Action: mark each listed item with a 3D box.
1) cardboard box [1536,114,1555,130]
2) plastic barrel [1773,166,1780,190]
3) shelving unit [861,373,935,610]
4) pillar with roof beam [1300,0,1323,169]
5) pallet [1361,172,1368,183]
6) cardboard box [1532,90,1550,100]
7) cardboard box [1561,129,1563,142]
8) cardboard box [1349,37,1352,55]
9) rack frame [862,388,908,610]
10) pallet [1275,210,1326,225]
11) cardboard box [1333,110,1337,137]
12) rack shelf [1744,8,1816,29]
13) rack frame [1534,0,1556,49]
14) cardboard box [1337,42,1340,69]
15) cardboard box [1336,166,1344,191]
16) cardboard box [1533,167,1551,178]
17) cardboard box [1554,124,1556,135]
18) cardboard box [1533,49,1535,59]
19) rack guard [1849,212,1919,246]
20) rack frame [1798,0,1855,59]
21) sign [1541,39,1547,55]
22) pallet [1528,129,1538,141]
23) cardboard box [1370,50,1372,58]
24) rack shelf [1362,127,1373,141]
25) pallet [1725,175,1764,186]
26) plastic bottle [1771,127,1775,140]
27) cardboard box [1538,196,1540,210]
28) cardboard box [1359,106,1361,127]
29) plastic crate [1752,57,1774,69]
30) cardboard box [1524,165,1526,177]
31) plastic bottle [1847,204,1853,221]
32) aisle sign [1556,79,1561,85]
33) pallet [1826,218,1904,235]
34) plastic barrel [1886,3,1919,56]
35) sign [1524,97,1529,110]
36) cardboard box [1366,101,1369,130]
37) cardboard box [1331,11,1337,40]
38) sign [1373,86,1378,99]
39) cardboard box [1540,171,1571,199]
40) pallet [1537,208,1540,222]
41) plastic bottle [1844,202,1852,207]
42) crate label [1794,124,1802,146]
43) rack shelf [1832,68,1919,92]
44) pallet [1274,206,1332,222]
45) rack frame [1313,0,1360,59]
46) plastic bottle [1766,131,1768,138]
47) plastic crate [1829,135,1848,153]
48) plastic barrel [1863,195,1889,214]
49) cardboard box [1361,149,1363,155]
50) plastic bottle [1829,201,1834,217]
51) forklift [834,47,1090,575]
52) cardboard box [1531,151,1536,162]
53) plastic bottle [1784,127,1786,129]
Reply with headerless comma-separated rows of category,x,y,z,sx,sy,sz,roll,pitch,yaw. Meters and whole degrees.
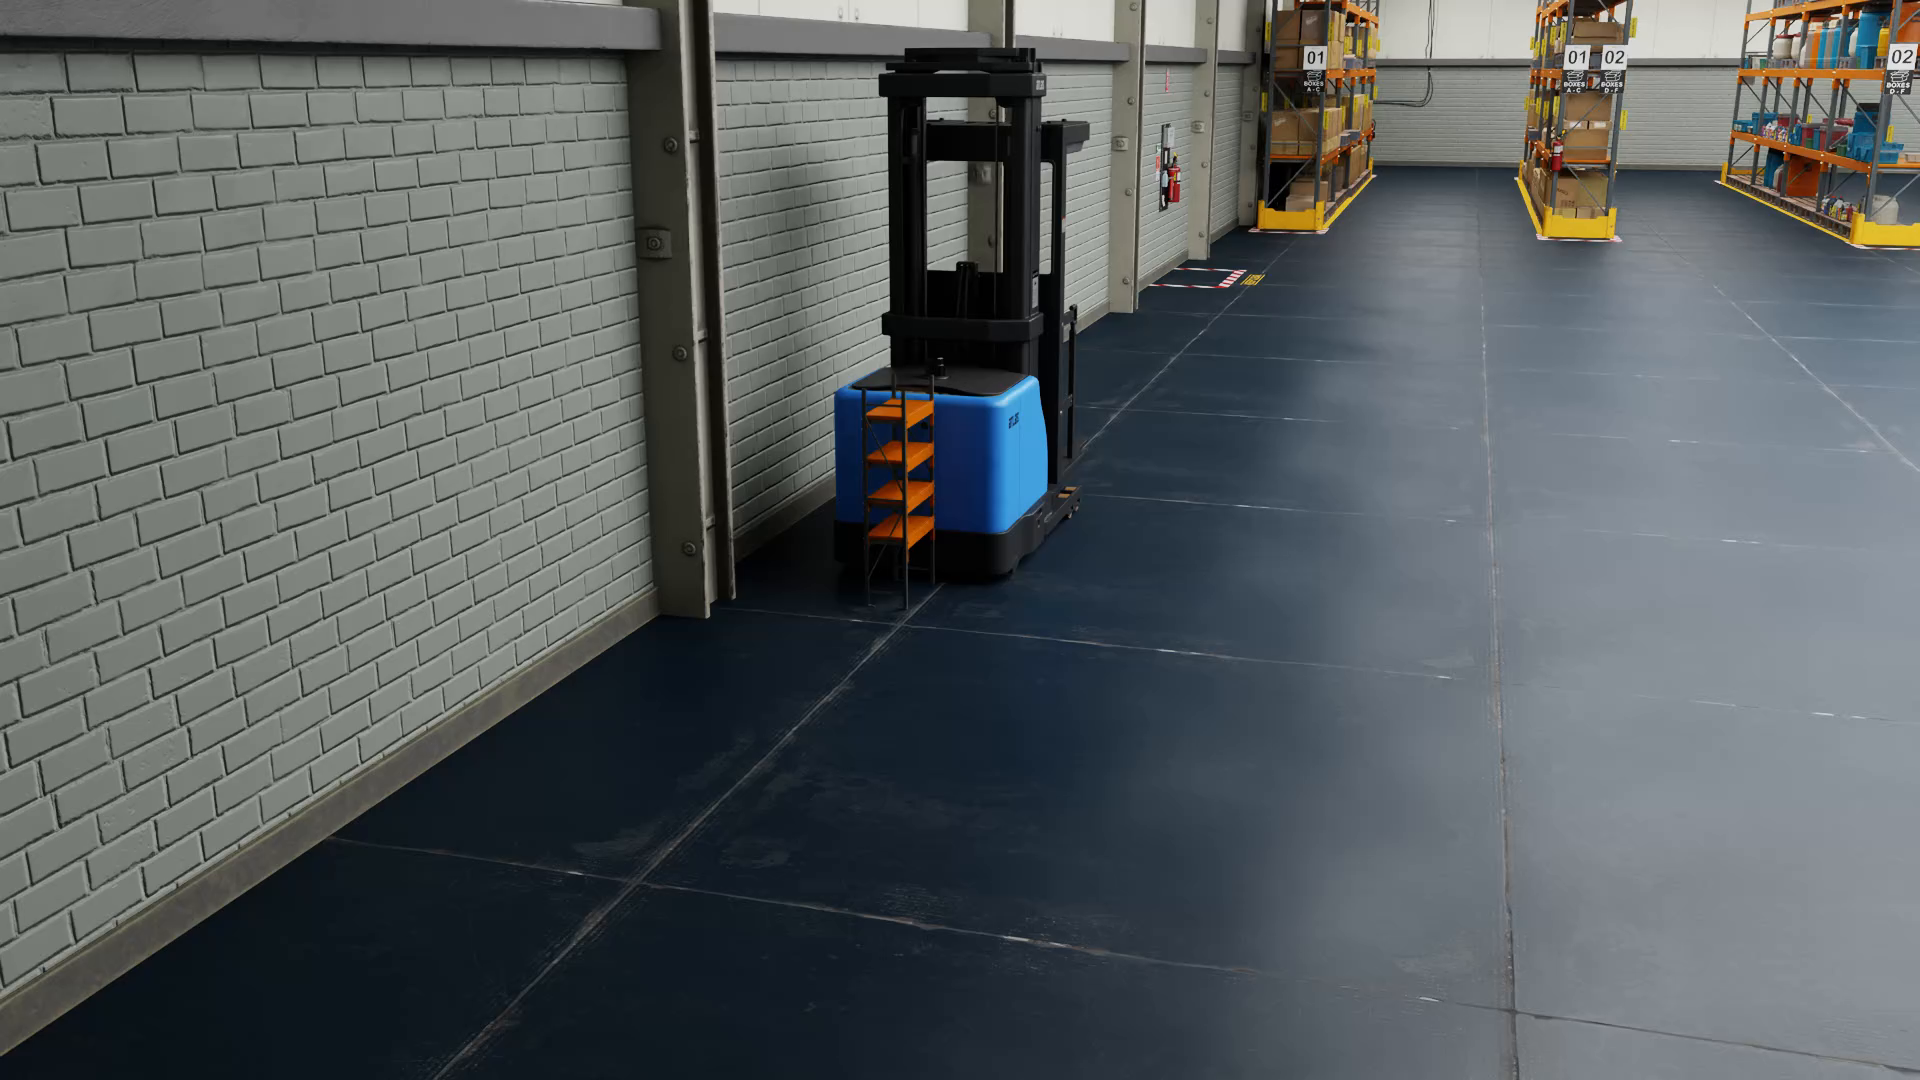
cardboard box,13.102,-9.250,36.492,0.700,0.500,0.500,-1,16,-3
plastic barrel,18.298,-8.026,36.919,0.421,0.512,0.421,0,16,0
shelving unit,-0.331,-0.274,9.095,0.258,1.200,0.503,5,16,16
pillar with roof beam,12.914,-13.059,39.878,9.100,9.000,0.400,5,16,16
pallet,10.053,-9.428,43.181,1.003,0.211,1.213,5,16,16
cardboard box,14.206,-10.689,40.501,0.500,0.500,0.500,4,16,15
cardboard box,11.194,-7.170,29.928,0.700,0.500,0.500,5,17,16
cardboard box,8.633,-11.330,38.292,0.700,0.500,0.500,6,17,19
rack frame,-0.400,-0.210,8.870,0.240,1.200,0.015,5,16,16
pallet,6.293,-6.005,31.113,1.003,0.211,1.213,5,16,16
cardboard box,6.869,-7.916,31.604,0.500,0.500,0.500,5,17,18
rack shelf,19.484,-12.359,39.462,1.077,0.370,4.000,5,16,16
rack frame,15.304,-13.806,42.512,1.000,3.000,0.127,5,16,16
cardboard box,6.960,-9.233,31.669,0.500,0.500,0.500,4,16,14
cardboard box,8.126,-8.026,36.905,0.700,0.500,0.500,5,17,17
cardboard box,12.601,-7.861,35.790,0.500,0.311,0.500,5,17,18
cardboard box,12.570,-8.434,34.385,0.500,0.500,0.500,4,16,13
cardboard box,14.760,-12.286,42.011,0.500,0.250,0.500,5,16,16
rack guard,15.482,-5.169,27.639,1.175,0.500,0.348,5,16,16
rack frame,17.779,-11.328,33.775,1.000,3.000,0.127,5,16,16
sign,12.511,-10.561,35.622,0.100,0.325,0.005,5,16,16
pallet,13.156,-8.917,36.622,1.213,0.211,1.003,5,16,16
cardboard box,10.025,-12.170,41.563,0.500,0.250,0.500,4,16,15
rack shelf,9.986,-10.433,42.935,1.077,0.370,4.000,5,16,16
pallet,19.781,-8.980,41.603,1.003,0.211,1.213,5,16,16
plastic bottle,18.031,-9.003,36.810,0.097,0.271,0.097,0,16,0
cardboard box,11.325,-6.431,31.775,0.500,0.250,0.500,5,16,16
cardboard box,9.241,-10.052,39.506,0.500,0.500,0.500,5,16,16
plastic crate,19.127,-11.365,39.620,0.437,0.282,0.530,5,16,16
cardboard box,14.271,-9.158,41.243,0.500,0.311,0.500,5,16,16
plastic bottle,15.807,-5.823,29.535,0.061,0.283,0.133,5,16,16
aisle sign,15.618,-12.164,42.955,0.394,0.787,0.004,5,16,16
pallet,16.067,-5.561,29.547,1.003,0.211,1.213,5,16,16
plastic barrel,15.522,-8.337,27.172,0.600,0.830,0.708,5,16,16
sign,14.784,-11.378,43.360,0.100,0.325,0.005,5,16,16
cardboard box,9.997,-10.923,42.792,0.980,0.700,0.700,4,16,13
cardboard box,6.540,-9.308,30.099,0.500,0.500,0.500,4,16,15
sign,11.070,-11.928,44.330,0.100,0.325,0.005,5,16,16
cardboard box,11.178,-6.661,31.213,0.500,0.500,0.500,5,16,16
pallet,11.628,-6.234,31.920,1.003,0.211,1.213,5,16,16
plastic bottle,15.990,-5.952,30.001,0.152,0.276,0.135,5,16,16
crate label,17.237,-8.219,33.746,0.502,0.435,0.616,5,16,16
rack shelf,16.074,-7.969,28.748,1.077,0.370,4.000,5,16,16
pallet,6.642,-6.323,32.235,1.003,0.211,1.213,5,16,16
rack frame,8.281,-12.096,36.483,1.000,3.000,0.127,5,16,16
plastic bottle,18.228,-9.151,37.461,0.097,0.201,0.097,0,16,0
plastic crate,16.372,-7.238,30.464,0.767,0.338,0.504,5,16,16
plastic barrel,15.762,-5.663,28.587,0.421,0.512,0.421,0,16,0
cardboard box,10.000,-9.831,42.115,0.380,0.149,0.250,5,17,18
plastic bottle,15.875,-6.031,30.269,0.061,0.283,0.133,5,17,18
forklift,0.177,-1.573,10.503,1.130,2.935,3.031,5,16,16
cardboard box,13.512,-8.874,38.518,0.500,0.250,0.500,5,16,16
plastic bottle,18.001,-8.860,36.285,0.061,0.283,0.133,5,16,16
